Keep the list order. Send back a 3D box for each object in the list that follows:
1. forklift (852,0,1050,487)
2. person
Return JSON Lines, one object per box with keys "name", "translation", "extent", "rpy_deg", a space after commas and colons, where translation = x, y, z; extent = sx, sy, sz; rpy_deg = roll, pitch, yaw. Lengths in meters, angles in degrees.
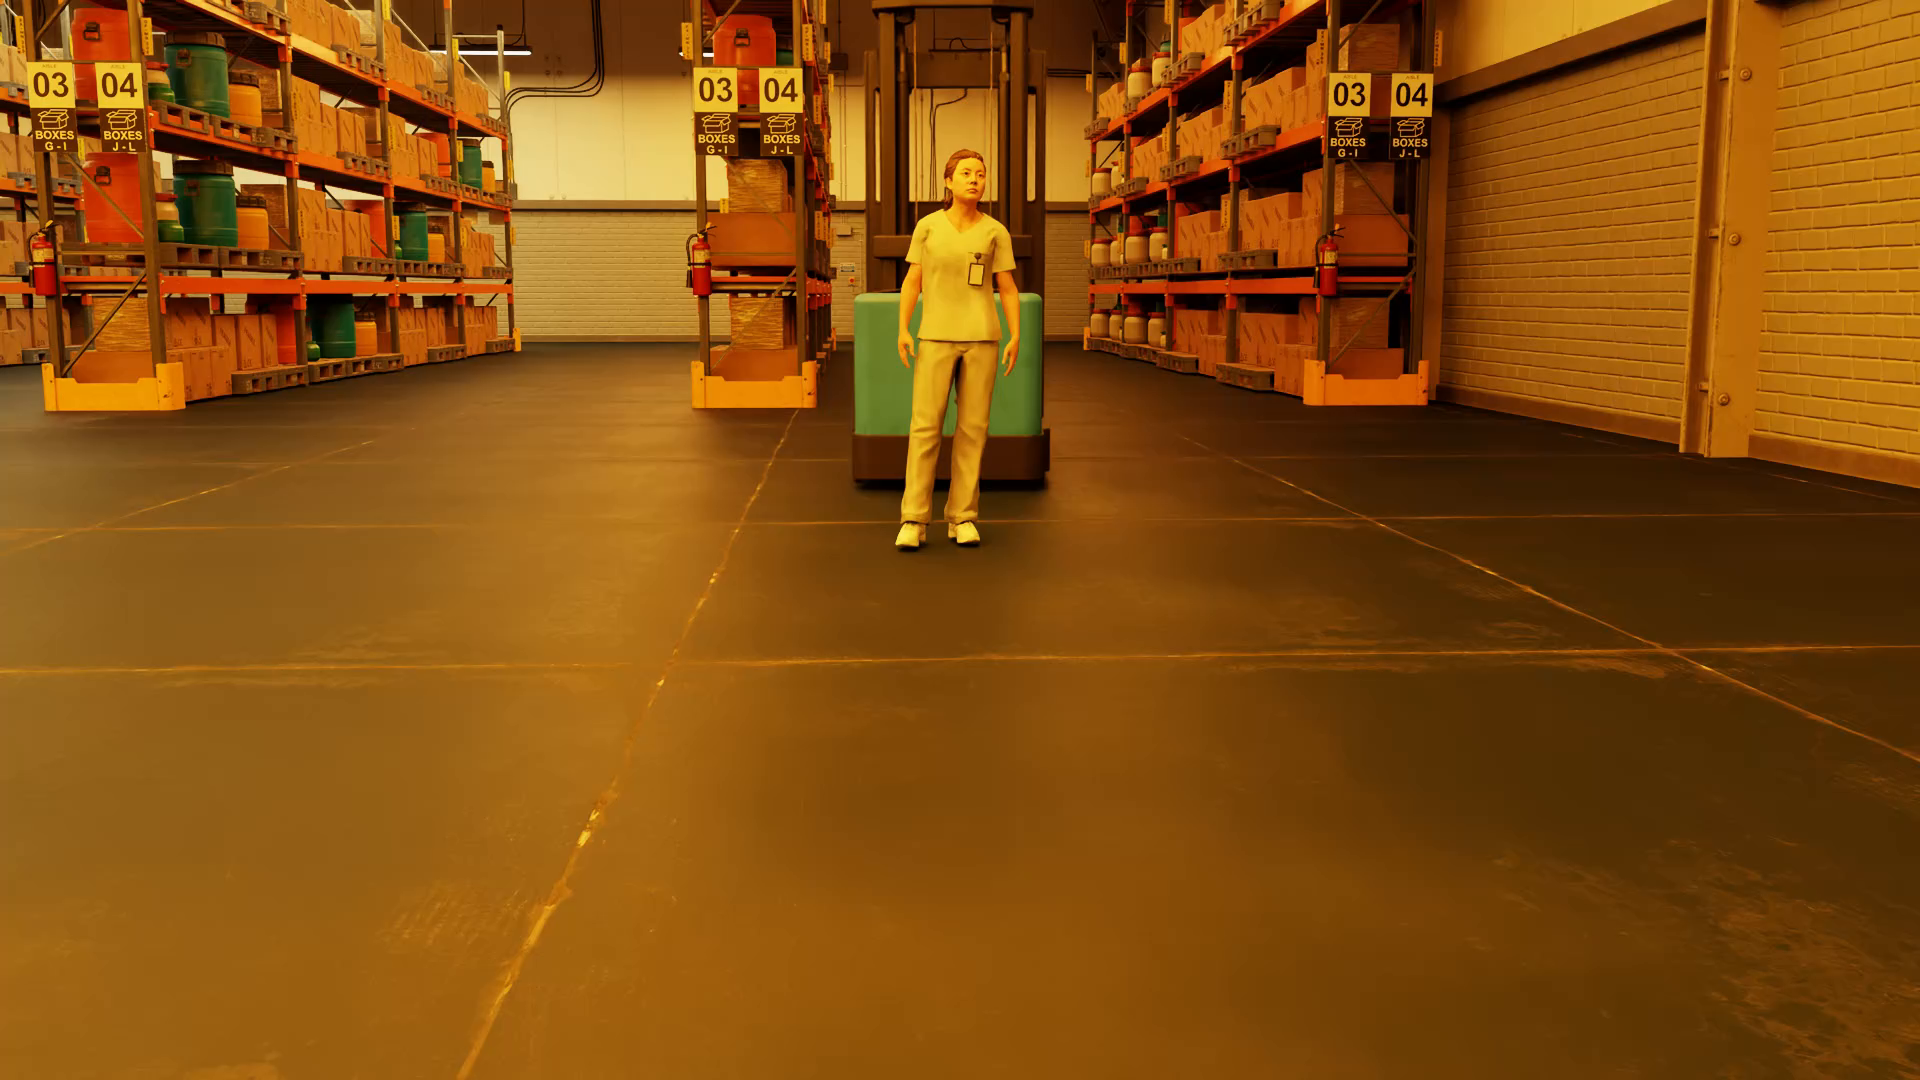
{"name": "forklift", "translation": [-0.019, -1.928, 10.317], "extent": [1.130, 2.935, 3.031], "rpy_deg": [0, 8, 2]}
{"name": "person", "translation": [-0.009, -0.825, 7.112], "extent": [0.549, 1.675, 0.549], "rpy_deg": [-1, 8, -4]}
